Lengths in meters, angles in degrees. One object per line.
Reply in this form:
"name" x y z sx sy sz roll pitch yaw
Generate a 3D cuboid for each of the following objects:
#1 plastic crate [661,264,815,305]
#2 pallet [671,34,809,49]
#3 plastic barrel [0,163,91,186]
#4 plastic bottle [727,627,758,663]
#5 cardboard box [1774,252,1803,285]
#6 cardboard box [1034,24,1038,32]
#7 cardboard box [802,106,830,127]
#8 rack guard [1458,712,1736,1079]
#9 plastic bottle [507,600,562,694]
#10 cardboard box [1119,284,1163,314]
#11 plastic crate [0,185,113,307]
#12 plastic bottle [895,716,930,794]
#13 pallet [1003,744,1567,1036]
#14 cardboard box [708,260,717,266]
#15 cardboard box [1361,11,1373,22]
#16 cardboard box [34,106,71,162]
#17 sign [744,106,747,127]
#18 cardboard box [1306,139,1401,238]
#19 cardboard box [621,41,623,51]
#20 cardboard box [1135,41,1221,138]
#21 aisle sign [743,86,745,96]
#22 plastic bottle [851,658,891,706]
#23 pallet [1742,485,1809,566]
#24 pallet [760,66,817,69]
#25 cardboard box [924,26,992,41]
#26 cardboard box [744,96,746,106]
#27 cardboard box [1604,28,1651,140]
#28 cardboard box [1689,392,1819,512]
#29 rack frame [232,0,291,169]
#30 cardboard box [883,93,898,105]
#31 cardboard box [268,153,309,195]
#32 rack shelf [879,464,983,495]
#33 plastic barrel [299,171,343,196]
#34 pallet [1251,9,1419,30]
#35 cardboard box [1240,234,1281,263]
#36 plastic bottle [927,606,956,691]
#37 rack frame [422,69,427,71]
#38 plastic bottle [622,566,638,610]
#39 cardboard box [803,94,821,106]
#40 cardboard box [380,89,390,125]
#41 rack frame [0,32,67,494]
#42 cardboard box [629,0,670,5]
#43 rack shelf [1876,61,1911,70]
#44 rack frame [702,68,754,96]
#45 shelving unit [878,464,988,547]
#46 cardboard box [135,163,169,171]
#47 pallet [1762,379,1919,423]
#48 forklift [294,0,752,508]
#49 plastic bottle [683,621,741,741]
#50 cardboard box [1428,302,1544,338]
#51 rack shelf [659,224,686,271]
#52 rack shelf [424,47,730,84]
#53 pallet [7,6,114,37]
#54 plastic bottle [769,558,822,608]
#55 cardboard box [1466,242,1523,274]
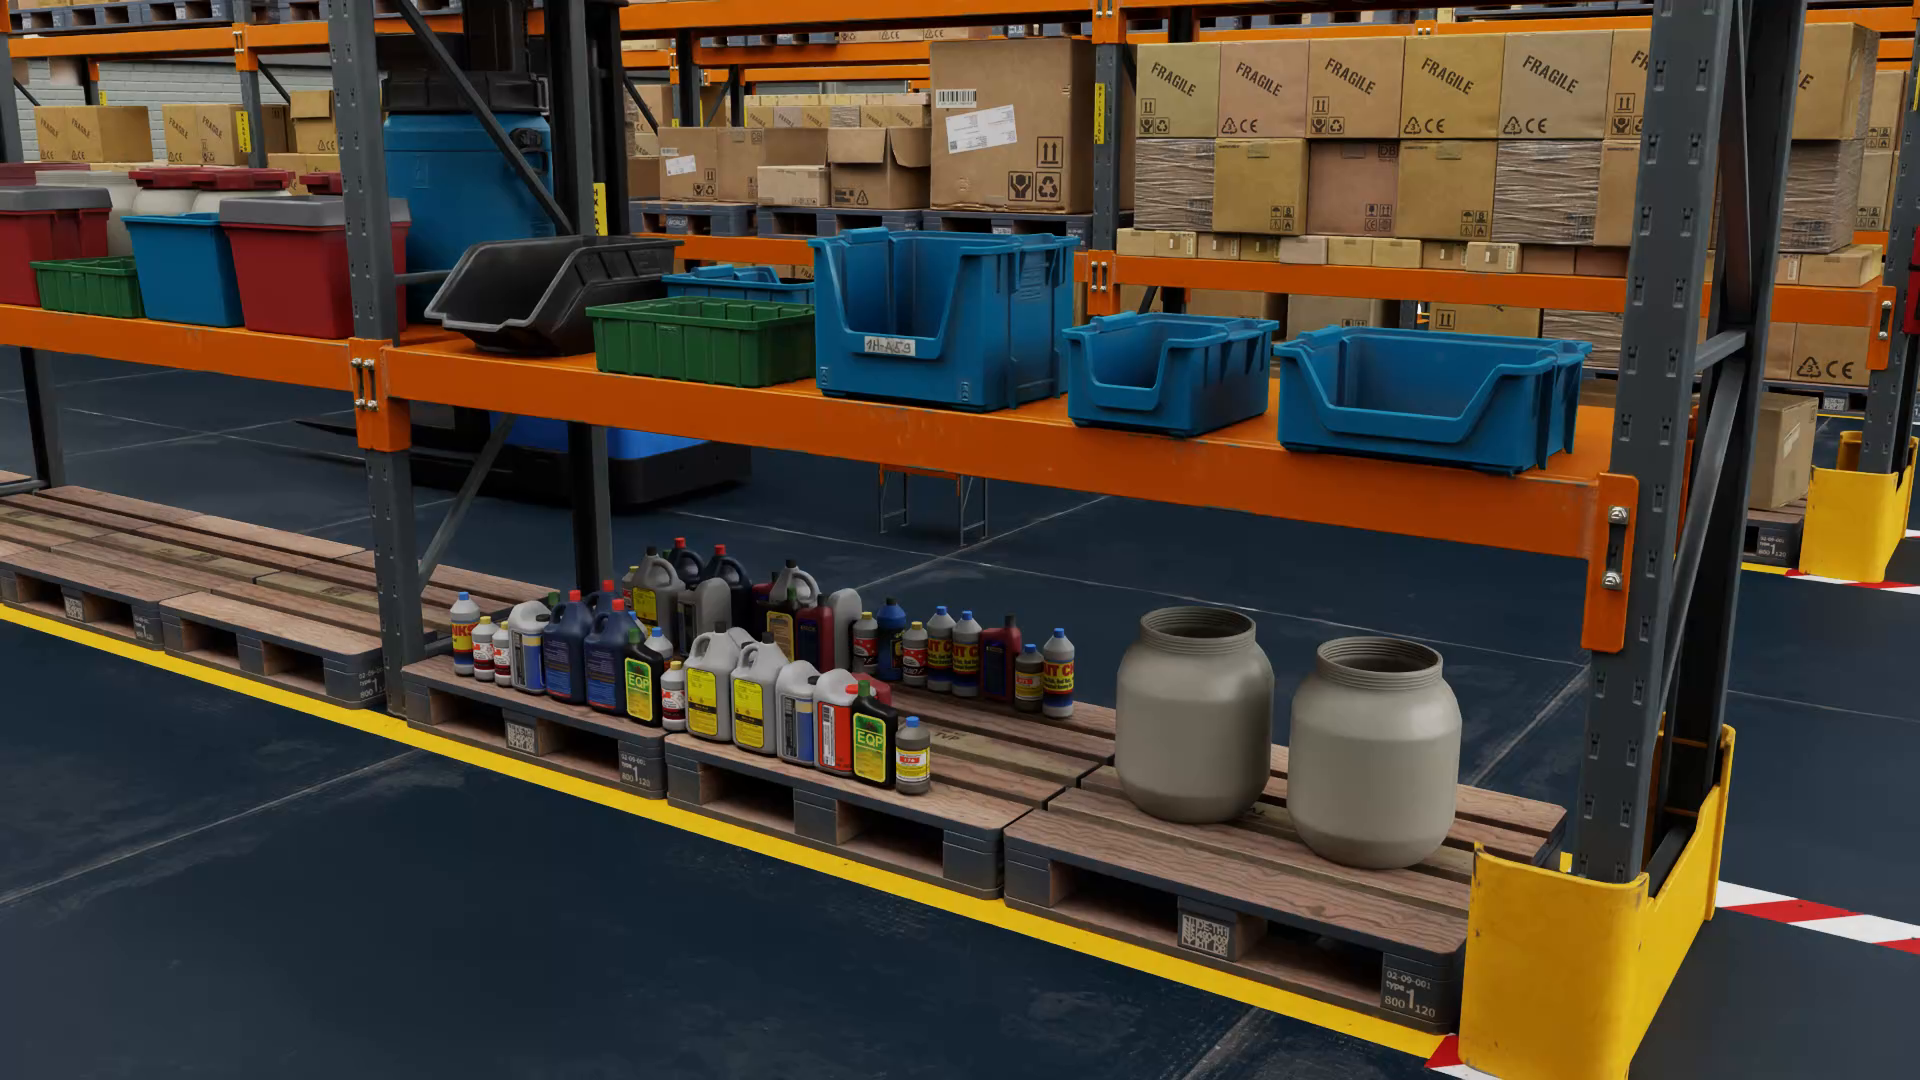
"plastic crate" -0.611 -0.766 5.485 0.616 0.251 0.499 9 17 33
"pallet" -2.250 -5.229 17.354 1.003 0.211 1.213 9 17 33
"plastic barrel" -4.446 -1.533 7.991 0.708 0.536 0.600 9 17 33
"plastic bottle" -0.672 0.416 5.151 0.135 0.276 0.152 9 17 33
"cardboard box" 3.843 -1.292 7.825 0.250 0.149 0.380 9 17 33
"cardboard box" 0.824 -6.509 21.445 0.500 0.311 0.500 9 17 33
"cardboard box" -1.826 -5.716 22.883 0.500 0.500 0.500 9 17 33
"rack guard" 1.548 0.816 3.985 0.348 0.500 1.175 9 17 33
"plastic bottle" -1.378 0.344 5.444 0.135 0.276 0.152 10 17 35
"cardboard box" 1.798 -2.328 15.291 0.750 0.750 1.050 9 17 34
"plastic crate" -3.830 -1.222 6.886 0.583 0.464 0.402 9 17 33
"plastic bottle" -0.131 0.590 4.606 0.097 0.201 0.097 0 14 0
"pallet" 0.877 0.847 4.464 1.213 0.211 1.003 9 17 33
"cardboard box" -2.873 -3.165 18.686 0.250 0.149 0.380 10 17 35
"cardboard box" 4.576 -5.740 18.810 0.637 0.503 0.797 9 17 33
"cardboard box" -8.212 -3.780 15.482 0.500 0.500 0.500 9 16 31
"sign" -2.396 -4.642 18.422 0.005 0.325 0.100 9 17 33
"cardboard box" 2.288 -1.919 9.007 0.500 0.500 0.875 9 17 33
"cardboard box" -3.669 -5.433 18.098 0.500 0.250 0.500 9 17 33
"cardboard box" 1.314 -2.487 9.221 0.500 0.500 0.500 9 17 33
"aisle sign" -3.230 -6.839 24.297 0.004 0.787 0.394 9 17 33
"plastic bottle" -0.266 0.489 4.841 0.133 0.283 0.061 9 17 33
"pallet" 3.685 -0.156 8.515 1.213 0.211 1.003 9 17 33
"pallet" -2.722 -6.821 23.577 1.213 0.211 1.003 9 17 33
"cardboard box" 0.000 -4.963 15.677 0.500 0.500 0.500 9 17 33
"cardboard box" -2.946 -6.230 23.611 0.250 0.149 0.380 10 17 34
"cardboard box" 3.390 -2.152 7.868 0.500 0.500 0.500 9 17 33
"cardboard box" 3.893 -0.461 8.272 0.500 0.500 0.500 13 19 43
"rack frame" -5.555 -2.993 14.172 0.127 3.000 1.000 9 17 33
"cardboard box" -0.817 -5.888 22.227 0.250 0.149 0.380 9 17 33
"cardboard box" -5.313 -2.930 13.709 0.500 0.500 0.500 9 17 33
"rack shelf" -0.137 -0.347 8.333 0.480 0.148 0.258 9 17 33
"plastic barrel" -2.353 -1.171 6.527 0.433 0.535 0.433 0 14 0
"pallet" 3.147 -4.372 13.897 1.217 0.209 0.805 8 16 31
"cardboard box" 1.729 -1.614 9.122 0.250 0.149 0.380 9 17 33
"plastic bottle" -0.060 0.350 5.429 0.097 0.271 0.097 0 14 0
"rack frame" -6.022 -4.505 20.279 0.127 3.000 1.000 9 17 33
"plastic bottle" -1.206 0.199 6.186 0.097 0.201 0.097 0 14 0
"cardboard box" -1.940 -6.035 22.821 0.250 0.149 0.380 9 16 31
"cardboard box" -4.458 -3.350 13.318 0.637 0.503 0.797 9 17 33
"rack frame" -5.000 -1.469 8.015 0.127 3.000 1.000 9 17 33
"cardboard box" -1.988 -3.726 11.203 0.500 0.250 0.500 10 17 34
"rack shelf" 11.040 -5.725 20.462 4.000 0.370 1.077 9 17 33
"rack frame" -3.344 -5.505 24.321 0.127 3.000 1.000 9 17 33
"shelving unit" -0.137 -0.605 8.269 0.503 1.200 0.258 9 17 33
"cardboard box" -6.923 -3.209 14.736 0.500 0.250 0.500 10 17 34
"pallet" 6.547 -1.097 12.316 1.213 0.211 1.003 9 17 33
"forklift" -2.720 -1.832 9.622 3.031 2.935 1.130 9 16 31
"plastic bottle" -0.734 0.413 5.010 0.185 0.351 0.144 9 17 32
"cardboard box" 4.418 -1.970 13.586 0.875 0.875 0.875 9 17 34
"rack shelf" -3.896 -2.376 13.175 4.000 0.370 1.077 9 17 33
"rack shelf" -4.363 -5.343 18.921 4.000 0.370 1.077 9 17 33
"pallet" -8.253 -4.845 15.595 1.213 0.211 1.003 9 17 33
"plastic bottle" -0.559 0.238 5.718 0.185 0.351 0.144 9 17 32
"cardboard box" 2.747 -1.439 8.417 0.250 0.149 0.380 9 17 33
